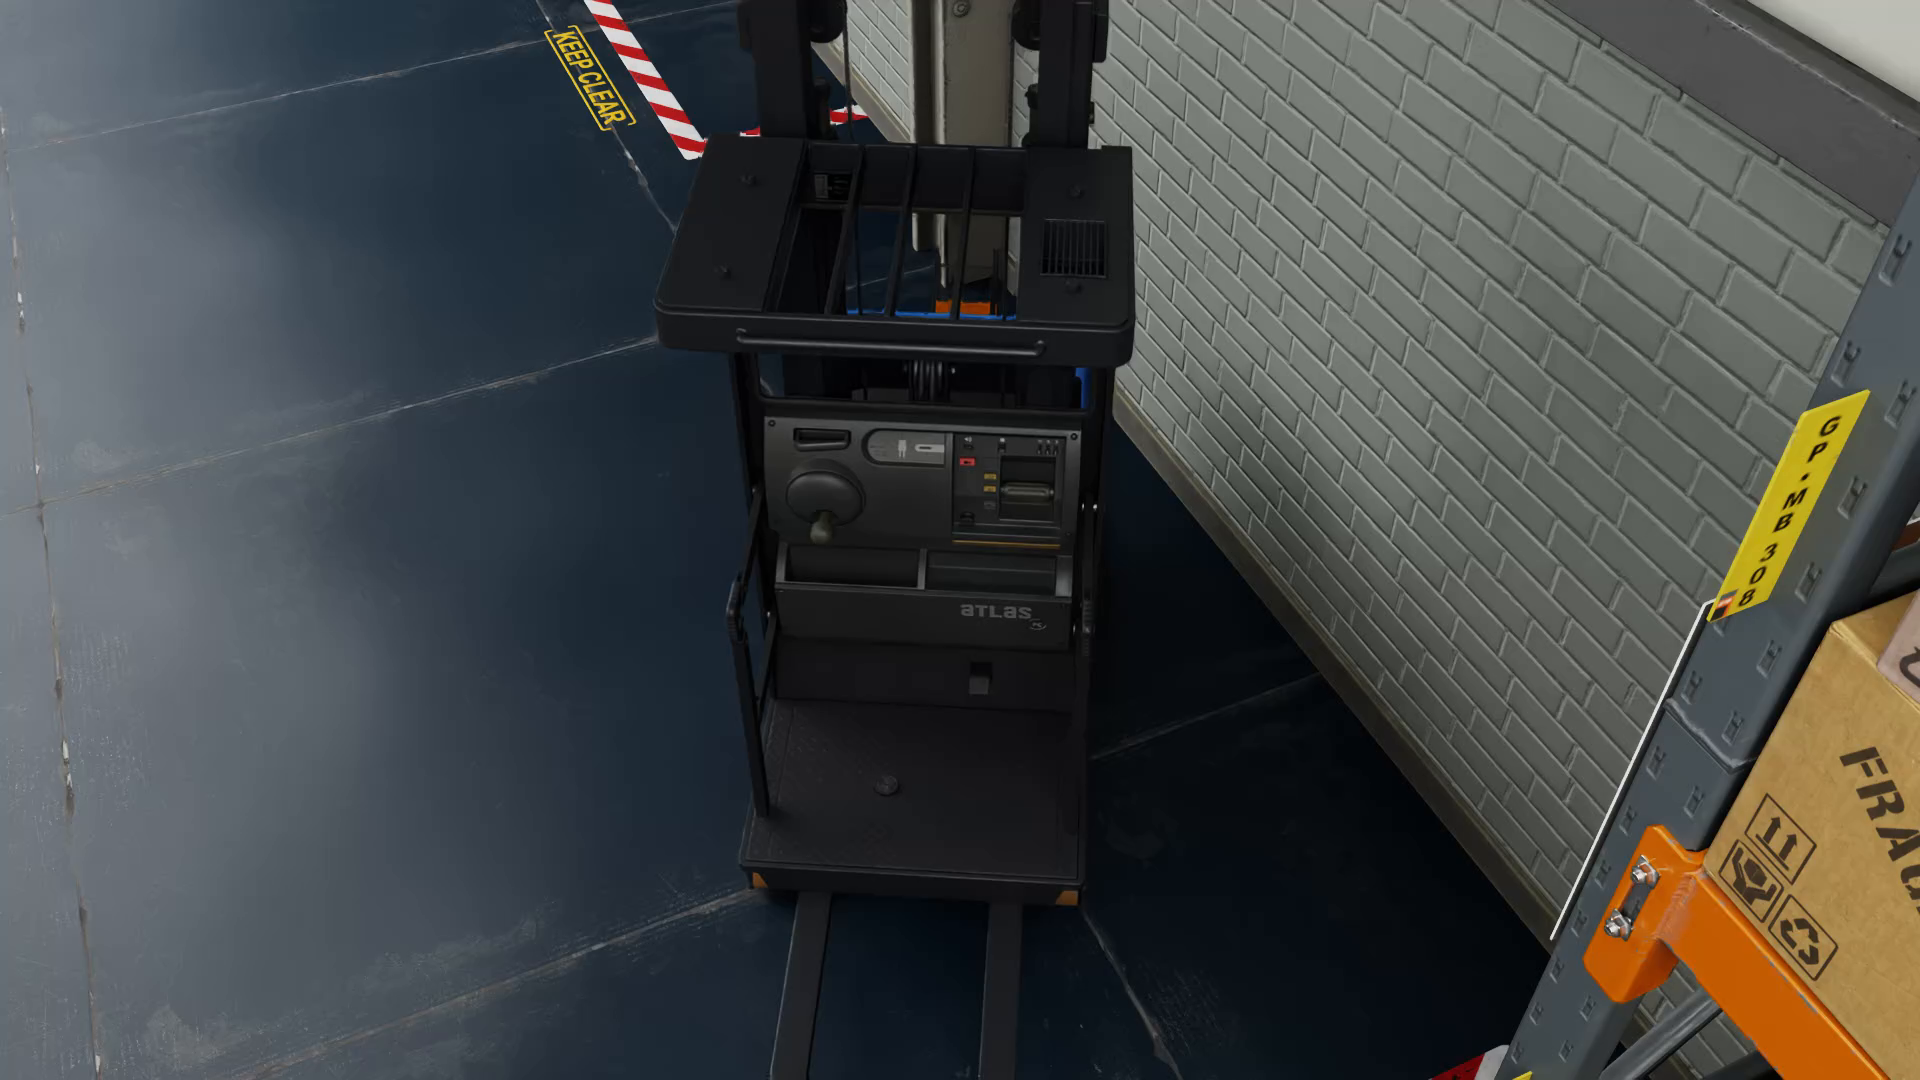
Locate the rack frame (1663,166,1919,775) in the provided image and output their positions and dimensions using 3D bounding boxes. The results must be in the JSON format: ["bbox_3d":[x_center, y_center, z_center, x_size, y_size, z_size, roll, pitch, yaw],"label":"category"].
[{"bbox_3d":[1.431,-0.949,1.305,1.000,3.000,0.127,-18,47,-17],"label":"rack frame"}]

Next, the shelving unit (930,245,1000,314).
[{"bbox_3d":[0.017,-0.593,6.496,0.258,1.200,0.189,3,45,3],"label":"shelving unit"}]

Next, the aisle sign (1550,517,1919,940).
[{"bbox_3d":[1.128,0.304,2.456,0.394,0.787,0.004,-18,47,-17],"label":"aisle sign"}]

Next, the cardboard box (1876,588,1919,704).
[{"bbox_3d":[1.372,0.037,1.644,0.500,0.500,0.500,-21,48,-20],"label":"cardboard box"}]

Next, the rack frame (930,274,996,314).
[{"bbox_3d":[0.011,-0.529,6.431,0.240,1.200,0.006,3,45,3],"label":"rack frame"}]

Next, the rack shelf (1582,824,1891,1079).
[{"bbox_3d":[2.272,1.649,1.319,1.077,0.370,4.000,-18,47,-17],"label":"rack shelf"}]

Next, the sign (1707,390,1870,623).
[{"bbox_3d":[0.938,-0.032,1.889,0.100,0.325,0.005,-18,47,-17],"label":"sign"}]

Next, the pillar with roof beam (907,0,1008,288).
[{"bbox_3d":[-3.919,-3.311,3.698,9.100,9.000,0.400,-18,47,-17],"label":"pillar with roof beam"}]

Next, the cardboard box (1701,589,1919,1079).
[{"bbox_3d":[1.344,0.363,2.025,0.500,0.500,0.500,-17,47,-16],"label":"cardboard box"}]

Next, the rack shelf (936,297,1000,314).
[{"bbox_3d":[0.017,-0.817,6.275,0.258,0.103,0.180,3,45,3],"label":"rack shelf"}]

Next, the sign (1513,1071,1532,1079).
[{"bbox_3d":[0.938,1.039,2.945,0.100,0.325,0.005,-18,47,-17],"label":"sign"}]

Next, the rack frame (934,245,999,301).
[{"bbox_3d":[0.024,-0.657,6.561,0.240,1.200,0.006,3,45,3],"label":"rack frame"}]

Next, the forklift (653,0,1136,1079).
[{"bbox_3d":[-0.123,-0.079,4.743,1.130,2.935,3.031,3,45,3],"label":"forklift"}]

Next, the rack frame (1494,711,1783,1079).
[{"bbox_3d":[1.431,1.186,3.412,1.000,3.000,0.127,-18,47,-17],"label":"rack frame"}]
